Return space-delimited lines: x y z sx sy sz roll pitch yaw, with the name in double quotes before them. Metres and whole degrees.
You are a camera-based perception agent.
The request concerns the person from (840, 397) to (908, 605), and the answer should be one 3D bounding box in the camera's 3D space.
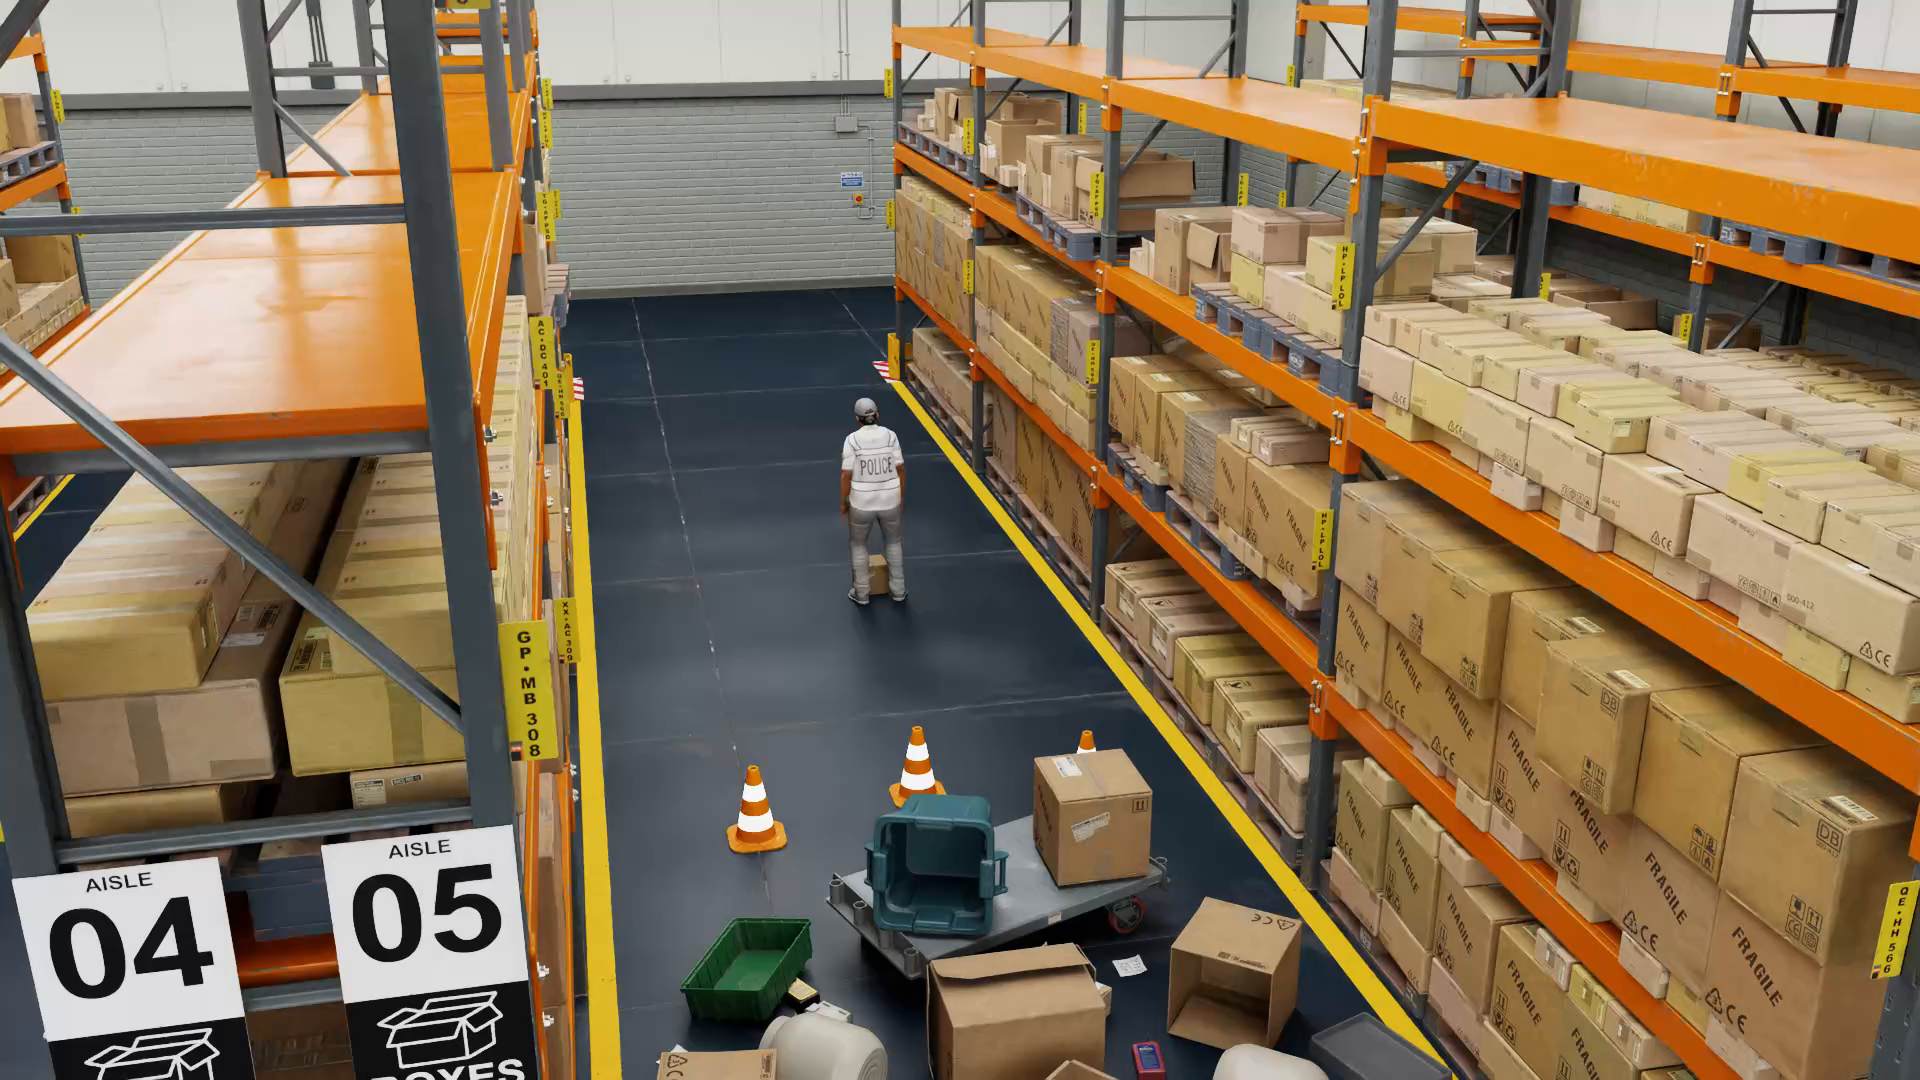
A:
"person" -0.681 -0.309 13.196 0.553 1.666 0.471 -5 20 -14
